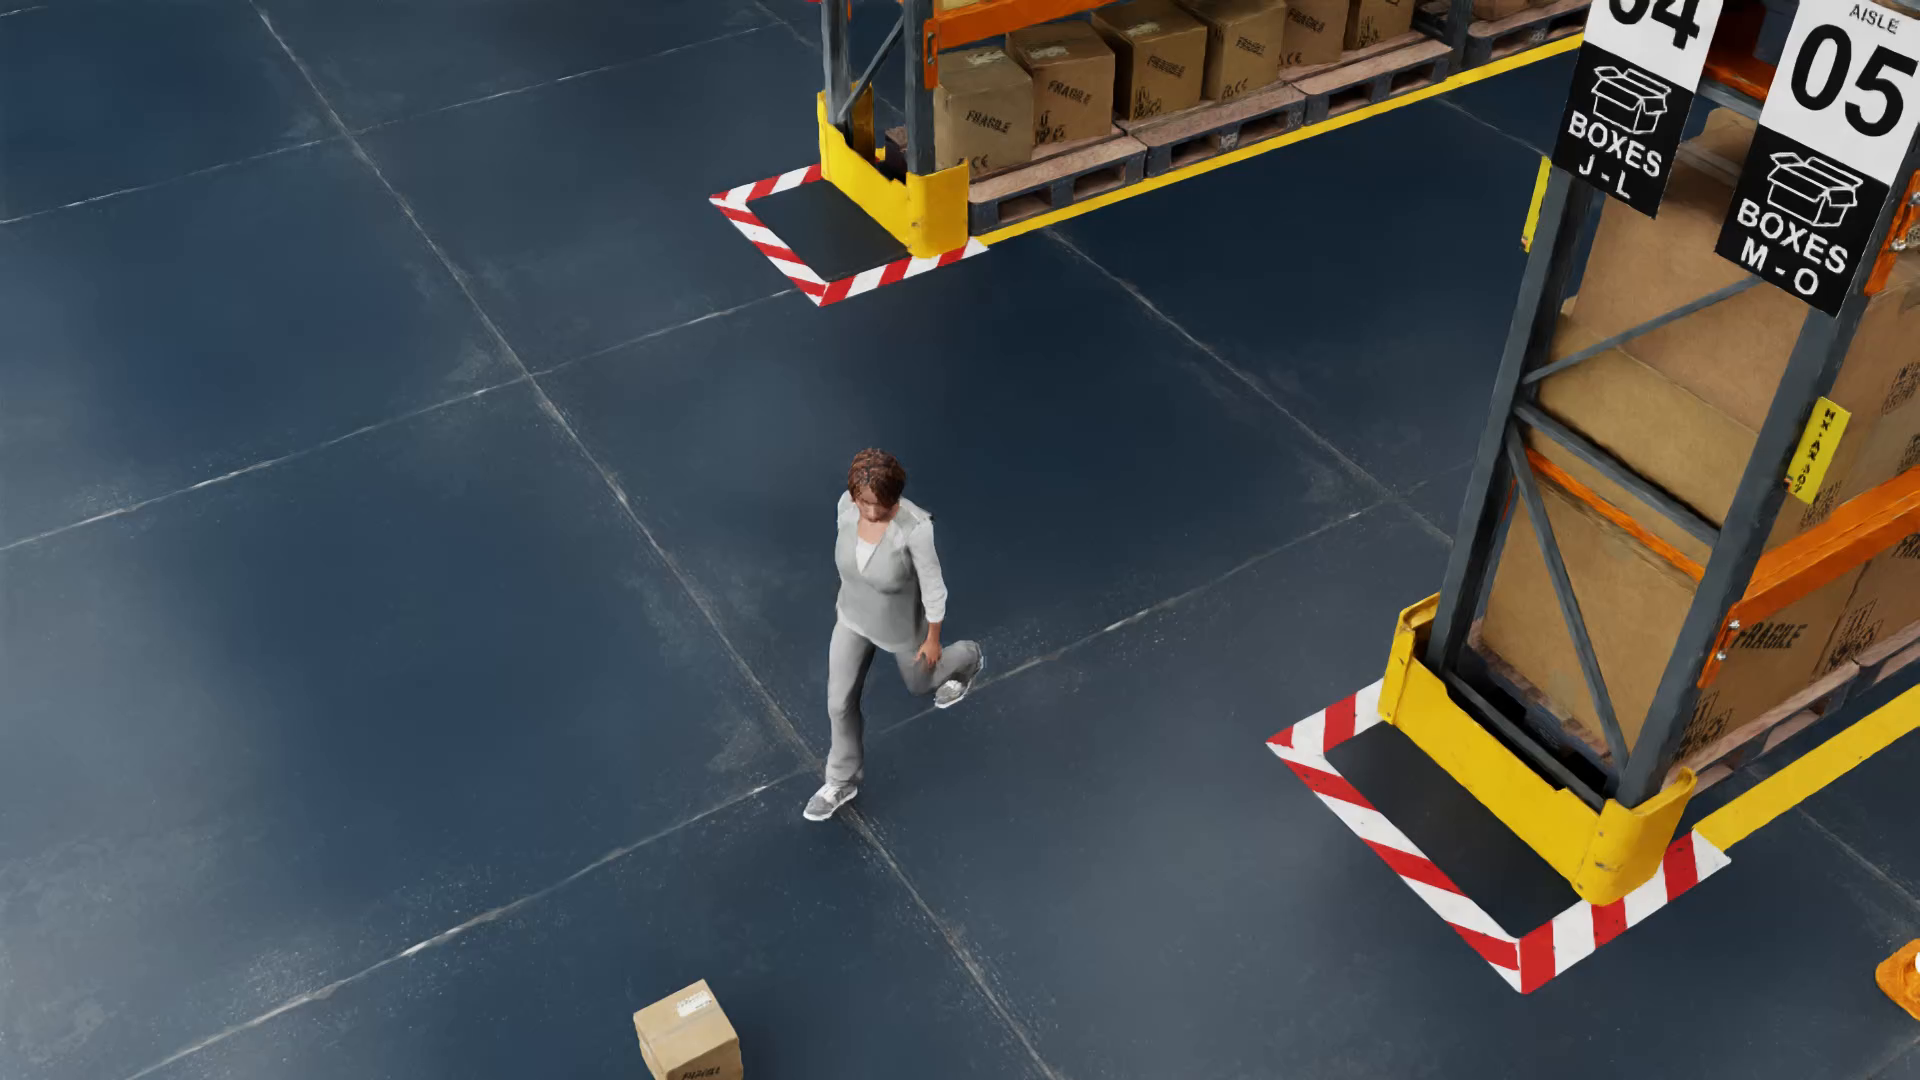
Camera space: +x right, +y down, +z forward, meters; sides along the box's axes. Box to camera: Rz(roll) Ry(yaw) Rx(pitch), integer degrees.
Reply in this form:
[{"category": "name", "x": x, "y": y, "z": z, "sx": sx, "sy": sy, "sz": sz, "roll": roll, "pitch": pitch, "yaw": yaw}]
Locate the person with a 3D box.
[{"category": "person", "x": -0.247, "y": 0.248, "z": 5.901, "sx": 0.490, "sy": 1.547, "sz": 0.931, "roll": 19, "pitch": 45, "yaw": 21}]
